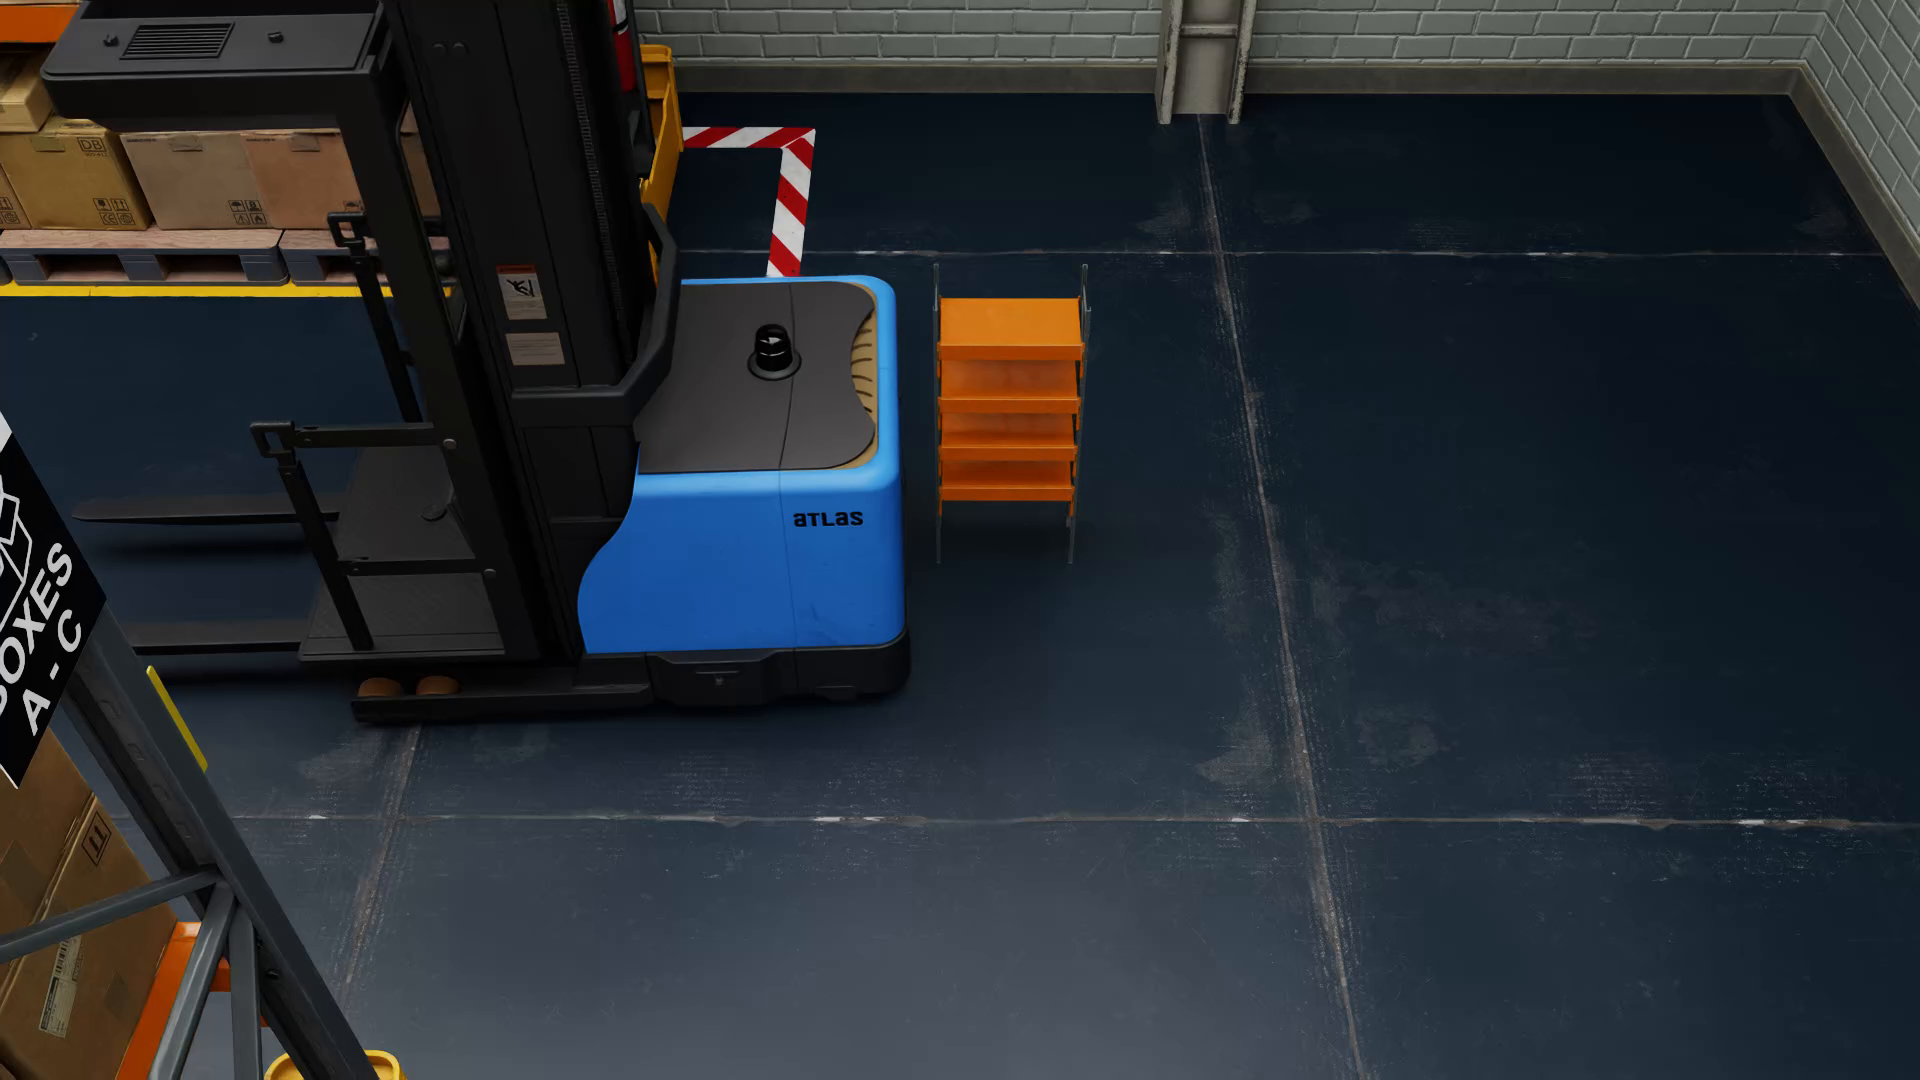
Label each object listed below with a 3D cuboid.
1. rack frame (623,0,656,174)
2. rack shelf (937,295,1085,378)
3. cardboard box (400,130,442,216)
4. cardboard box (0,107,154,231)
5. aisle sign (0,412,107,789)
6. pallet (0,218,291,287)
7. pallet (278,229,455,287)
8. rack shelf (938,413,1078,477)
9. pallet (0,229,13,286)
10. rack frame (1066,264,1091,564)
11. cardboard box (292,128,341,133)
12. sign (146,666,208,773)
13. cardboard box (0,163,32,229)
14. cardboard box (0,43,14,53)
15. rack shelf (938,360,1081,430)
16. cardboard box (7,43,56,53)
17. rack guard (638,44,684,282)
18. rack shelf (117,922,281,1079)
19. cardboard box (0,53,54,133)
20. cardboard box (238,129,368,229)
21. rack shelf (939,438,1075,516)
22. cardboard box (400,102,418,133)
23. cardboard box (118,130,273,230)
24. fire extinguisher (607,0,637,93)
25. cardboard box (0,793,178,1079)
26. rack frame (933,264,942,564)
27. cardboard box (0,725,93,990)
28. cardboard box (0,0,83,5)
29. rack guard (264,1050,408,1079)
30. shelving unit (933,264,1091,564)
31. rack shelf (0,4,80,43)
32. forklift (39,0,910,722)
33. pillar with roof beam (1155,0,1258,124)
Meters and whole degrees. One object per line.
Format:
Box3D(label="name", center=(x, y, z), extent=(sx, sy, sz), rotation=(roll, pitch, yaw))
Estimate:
Box3D(label="rack frame", center=(-1.529, -2.549, 6.573), extent=(0.127, 3.000, 1.000), rotation=(0, 47, 0))
Box3D(label="rack shelf", center=(0.166, -0.676, 5.523), extent=(0.480, 0.148, 0.258), rotation=(0, 47, 0))
Box3D(label="cardboard box", center=(-2.229, -1.769, 7.268), extent=(0.500, 0.500, 0.700), rotation=(0, 47, 0))
Box3D(label="cardboard box", center=(-3.766, -1.767, 7.267), extent=(0.500, 0.500, 0.700), rotation=(1, 47, 1))
Box3D(label="aisle sign", center=(-1.474, -0.024, 2.447), extent=(0.004, 0.787, 0.394), rotation=(0, 47, 0))
Box3D(label="pallet", center=(-3.545, -1.549, 7.548), extent=(1.213, 0.211, 1.003), rotation=(0, 47, 0))
Box3D(label="pallet", center=(-2.329, -1.544, 7.543), extent=(1.213, 0.211, 1.003), rotation=(0, 47, 0))
Box3D(label="rack shelf", center=(0.166, -0.362, 5.860), extent=(0.480, 0.148, 0.258), rotation=(0, 47, 0))
Box3D(label="pallet", center=(-4.769, -1.551, 7.549), extent=(1.213, 0.211, 1.003), rotation=(0, 47, 0))
Box3D(label="rack frame", center=(0.410, -0.408, 5.810), extent=(0.015, 1.200, 0.240), rotation=(0, 47, 0))
Box3D(label="cardboard box", center=(-2.614, -1.857, 6.907), extent=(0.250, 0.149, 0.380), rotation=(1, 47, 1))
Box3D(label="sign", center=(-1.542, 0.385, 3.251), extent=(0.005, 0.325, 0.100), rotation=(0, 47, 0))
Box3D(label="cardboard box", center=(-4.279, -1.771, 7.270), extent=(0.500, 0.500, 0.700), rotation=(0, 47, 0))
Box3D(label="cardboard box", center=(-4.135, -2.141, 7.171), extent=(0.250, 0.149, 0.380), rotation=(-1, 47, -1))
Box3D(label="rack shelf", center=(0.166, -0.515, 5.696), extent=(0.480, 0.148, 0.258), rotation=(0, 47, 0))
Box3D(label="cardboard box", center=(-3.882, -2.140, 7.170), extent=(0.250, 0.149, 0.380), rotation=(1, 47, 1))
Box3D(label="rack guard", center=(-1.505, -1.697, 7.488), extent=(0.348, 0.500, 1.175), rotation=(0, 47, 0))
Box3D(label="rack shelf", center=(-3.543, 1.317, 3.467), extent=(4.000, 0.370, 1.077), rotation=(0, 47, 0))
Box3D(label="cardboard box", center=(-3.917, -1.860, 6.909), extent=(0.250, 0.149, 0.380), rotation=(-1, 47, -1))
Box3D(label="cardboard box", center=(-2.729, -1.771, 7.270), extent=(0.500, 0.500, 0.700), rotation=(0, 47, 0))
Box3D(label="rack shelf", center=(0.166, -0.227, 6.005), extent=(0.480, 0.148, 0.258), rotation=(0, 47, 0))
Box3D(label="cardboard box", center=(-2.358, -1.857, 6.907), extent=(0.250, 0.149, 0.380), rotation=(0, 47, 0))
Box3D(label="cardboard box", center=(-3.232, -1.771, 7.270), extent=(0.500, 0.500, 0.700), rotation=(-1, 47, -1))
Box3D(label="fire extinguisher", center=(-1.380, -2.057, 6.423), extent=(0.183, 0.674, 0.296), rotation=(0, 47, 0))
Box3D(label="cardboard box", center=(-1.986, 0.849, 3.343), extent=(0.500, 0.500, 0.500), rotation=(1, 47, 1))
Box3D(label="rack frame", center=(-0.078, -0.409, 5.811), extent=(0.015, 1.200, 0.240), rotation=(0, 47, 0))
Box3D(label="cardboard box", center=(-1.986, 0.508, 2.977), extent=(0.500, 0.500, 0.500), rotation=(1, 47, 1))
Box3D(label="cardboard box", center=(-3.529, -2.648, 6.461), extent=(0.700, 0.700, 0.980), rotation=(-2, 47, -2))
Box3D(label="rack guard", center=(-1.619, 1.928, 4.114), extent=(0.348, 0.500, 1.175), rotation=(0, 47, 0))
Box3D(label="shelving unit", center=(0.166, -0.408, 5.810), extent=(0.503, 1.200, 0.258), rotation=(0, 47, 0))
Box3D(label="rack shelf", center=(-3.529, -2.309, 6.842), extent=(4.000, 0.370, 1.077), rotation=(0, 47, 0))
Box3D(label="forklift", center=(-1.702, -0.774, 4.968), extent=(3.031, 2.935, 1.130), rotation=(-2, 47, -2))
Box3D(label="pillar with roof beam", center=(1.159, -2.068, 2.027), extent=(0.400, 9.000, 9.100), rotation=(0, 47, 0))
